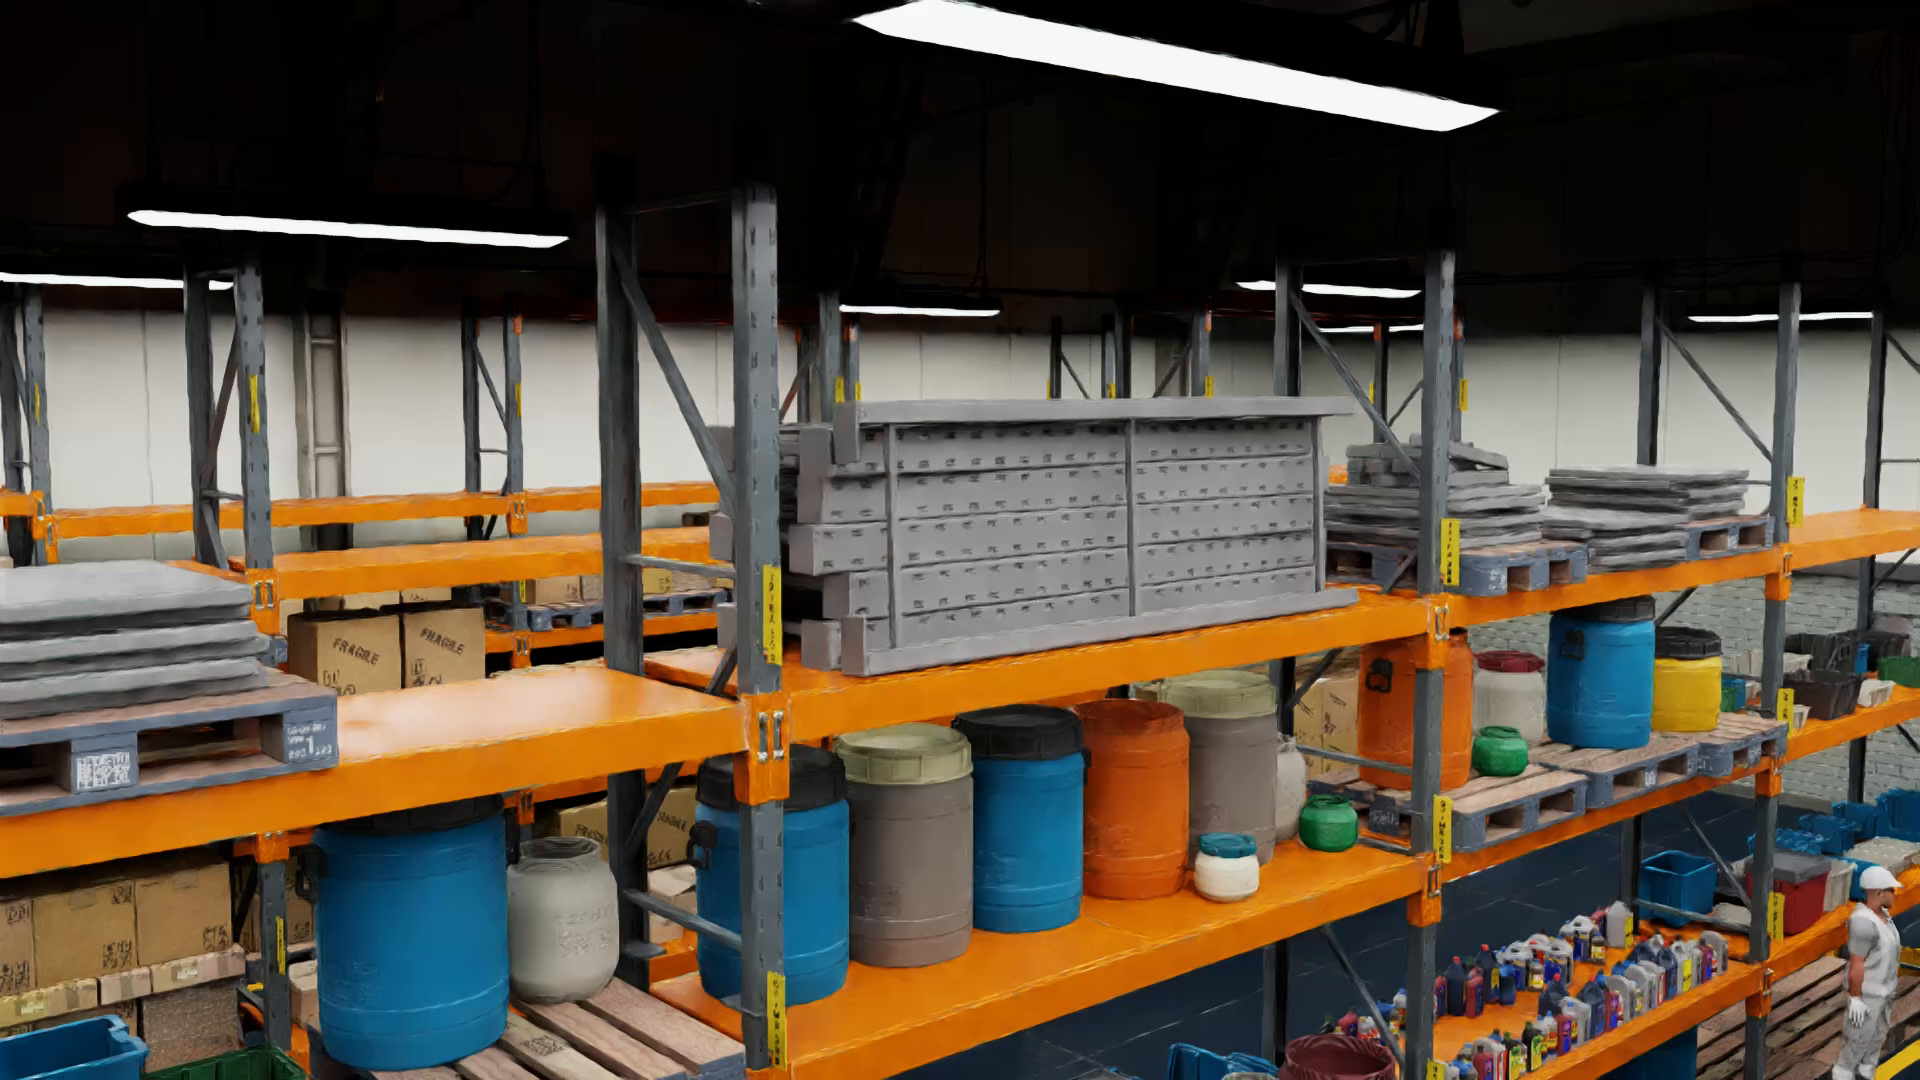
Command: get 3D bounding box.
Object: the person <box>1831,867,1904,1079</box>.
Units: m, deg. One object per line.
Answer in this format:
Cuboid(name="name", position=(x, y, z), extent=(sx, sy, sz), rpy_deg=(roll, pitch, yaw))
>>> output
Cuboid(name="person", position=(6.359, 3.164, 11.618), extent=(0.399, 1.789, 0.645), rpy_deg=(5, 8, 44))
